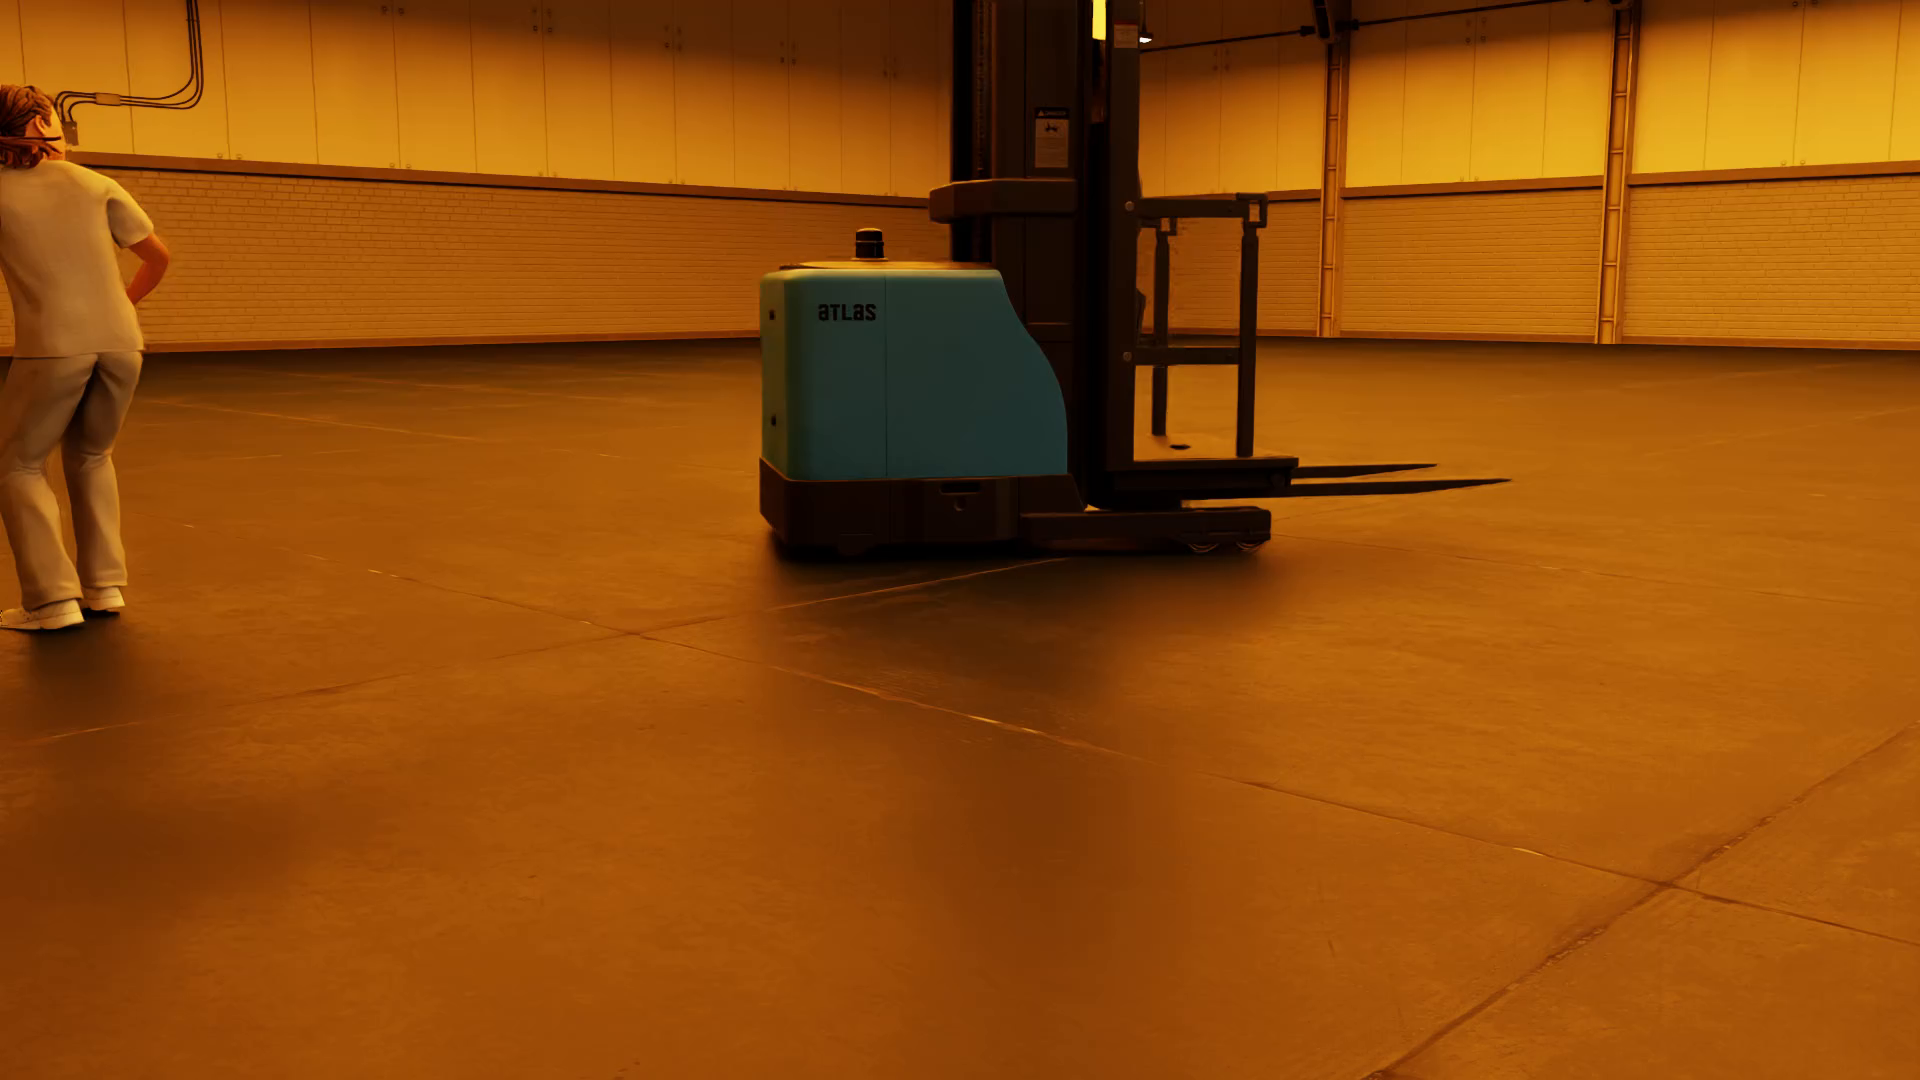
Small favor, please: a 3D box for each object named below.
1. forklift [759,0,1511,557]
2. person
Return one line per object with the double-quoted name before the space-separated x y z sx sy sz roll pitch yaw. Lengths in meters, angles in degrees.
"forklift" 0.734 -1.478 6.688 3.031 2.935 1.130 -2 9 -13
"person" -2.756 -0.544 5.024 0.505 1.618 0.671 8 12 43
